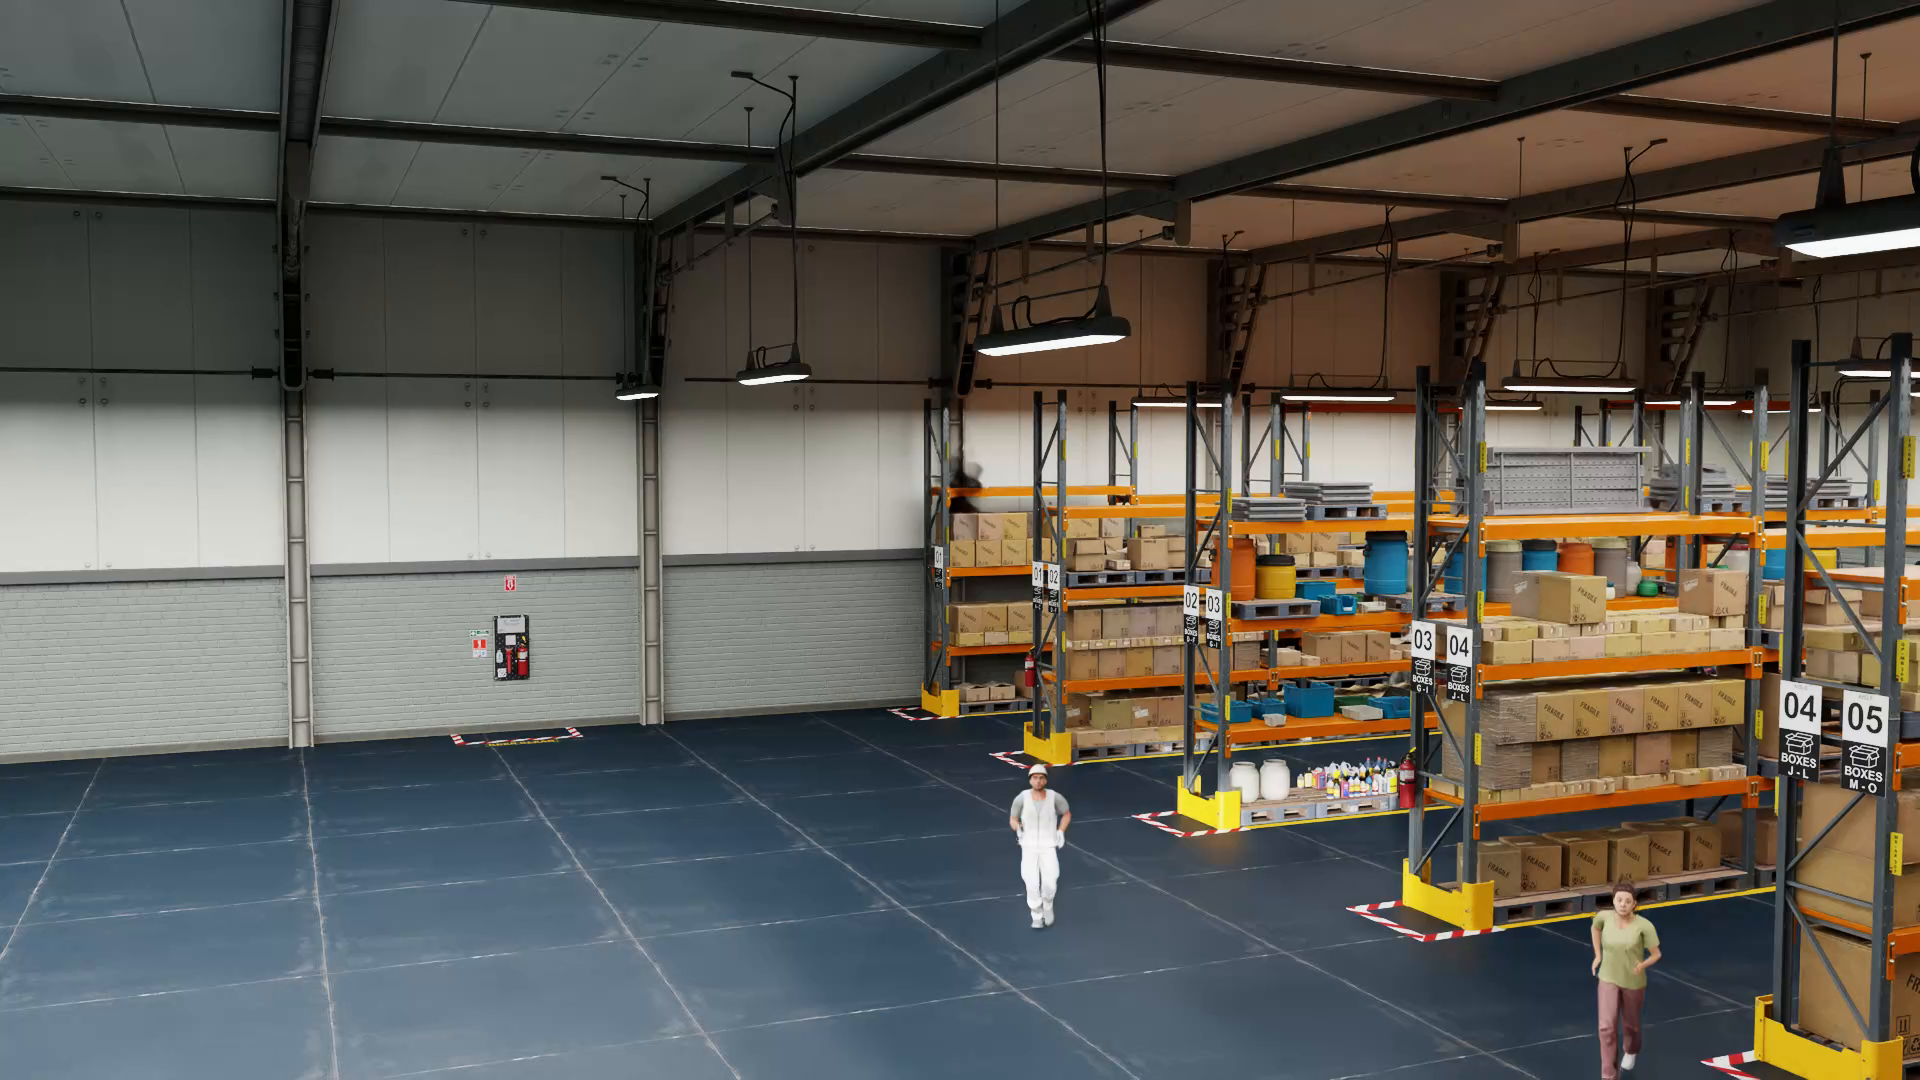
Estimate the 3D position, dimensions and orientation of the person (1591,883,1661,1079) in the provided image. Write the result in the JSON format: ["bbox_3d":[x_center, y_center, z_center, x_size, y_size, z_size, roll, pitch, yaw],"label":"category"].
[{"bbox_3d":[5.305,3.545,13.278,0.542,1.674,0.946,2,4,26],"label":"person"}]

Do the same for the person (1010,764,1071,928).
[{"bbox_3d":[0.839,3.246,17.512,0.643,1.741,0.581,0,3,5],"label":"person"}]

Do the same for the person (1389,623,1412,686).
[{"bbox_3d":[8.635,2.429,32.059,1.012,1.782,0.643,-1,4,-21],"label":"person"}]

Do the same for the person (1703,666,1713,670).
[{"bbox_3d":[13.627,2.624,30.095,0.666,1.535,0.541,-2,4,-28],"label":"person"}]
